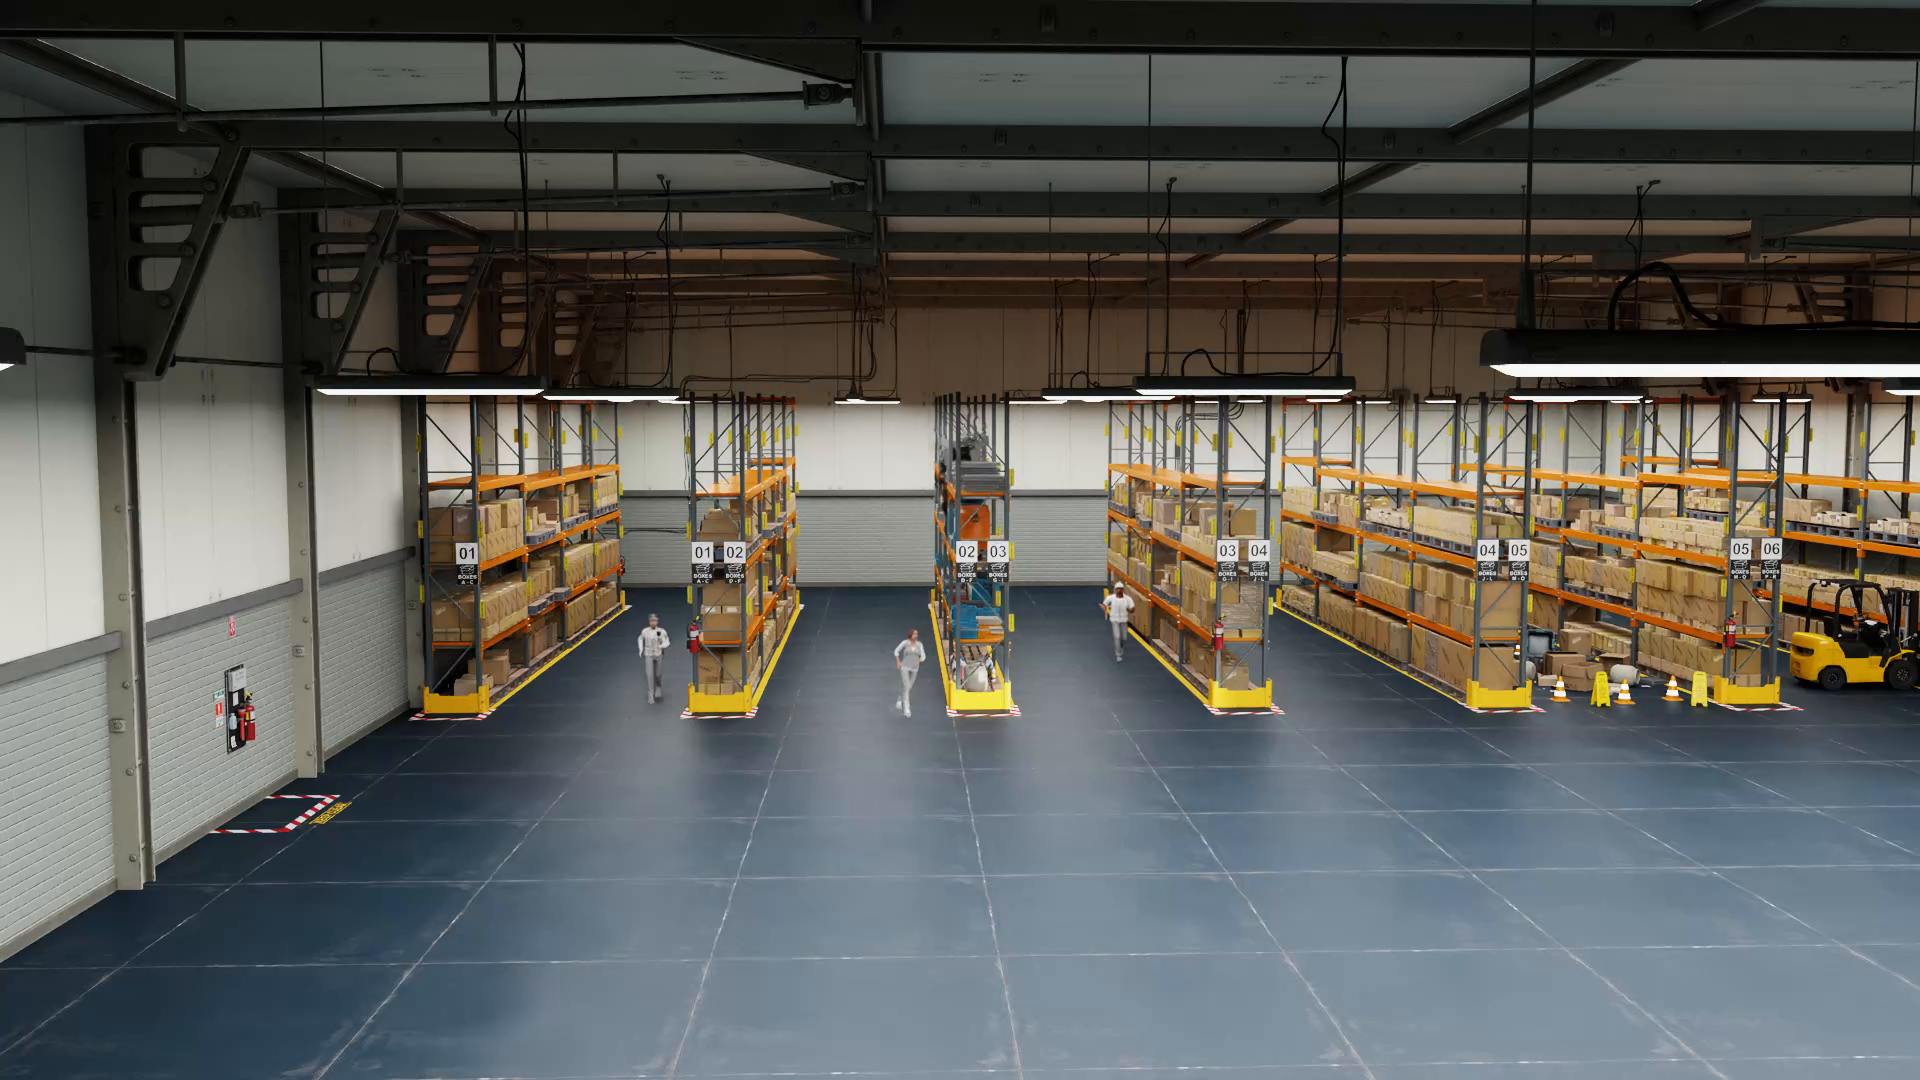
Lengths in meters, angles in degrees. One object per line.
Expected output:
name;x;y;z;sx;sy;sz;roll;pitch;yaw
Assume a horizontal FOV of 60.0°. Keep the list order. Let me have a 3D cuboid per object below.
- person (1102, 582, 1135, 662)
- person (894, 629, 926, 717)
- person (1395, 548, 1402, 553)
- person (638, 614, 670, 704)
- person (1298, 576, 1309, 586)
person;3.594;1.827;37.525;0.710;1.747;0.968;0;5;-4
person;-0.929;2.448;31.109;0.549;1.601;0.757;-2;5;-22
person;13.050;0.999;49.259;0.786;1.612;0.460;-1;5;-7
person;-5.951;2.269;32.324;0.611;1.701;0.864;-1;5;-9
person;10.214;0.980;49.072;0.534;1.633;0.816;2;5;25
